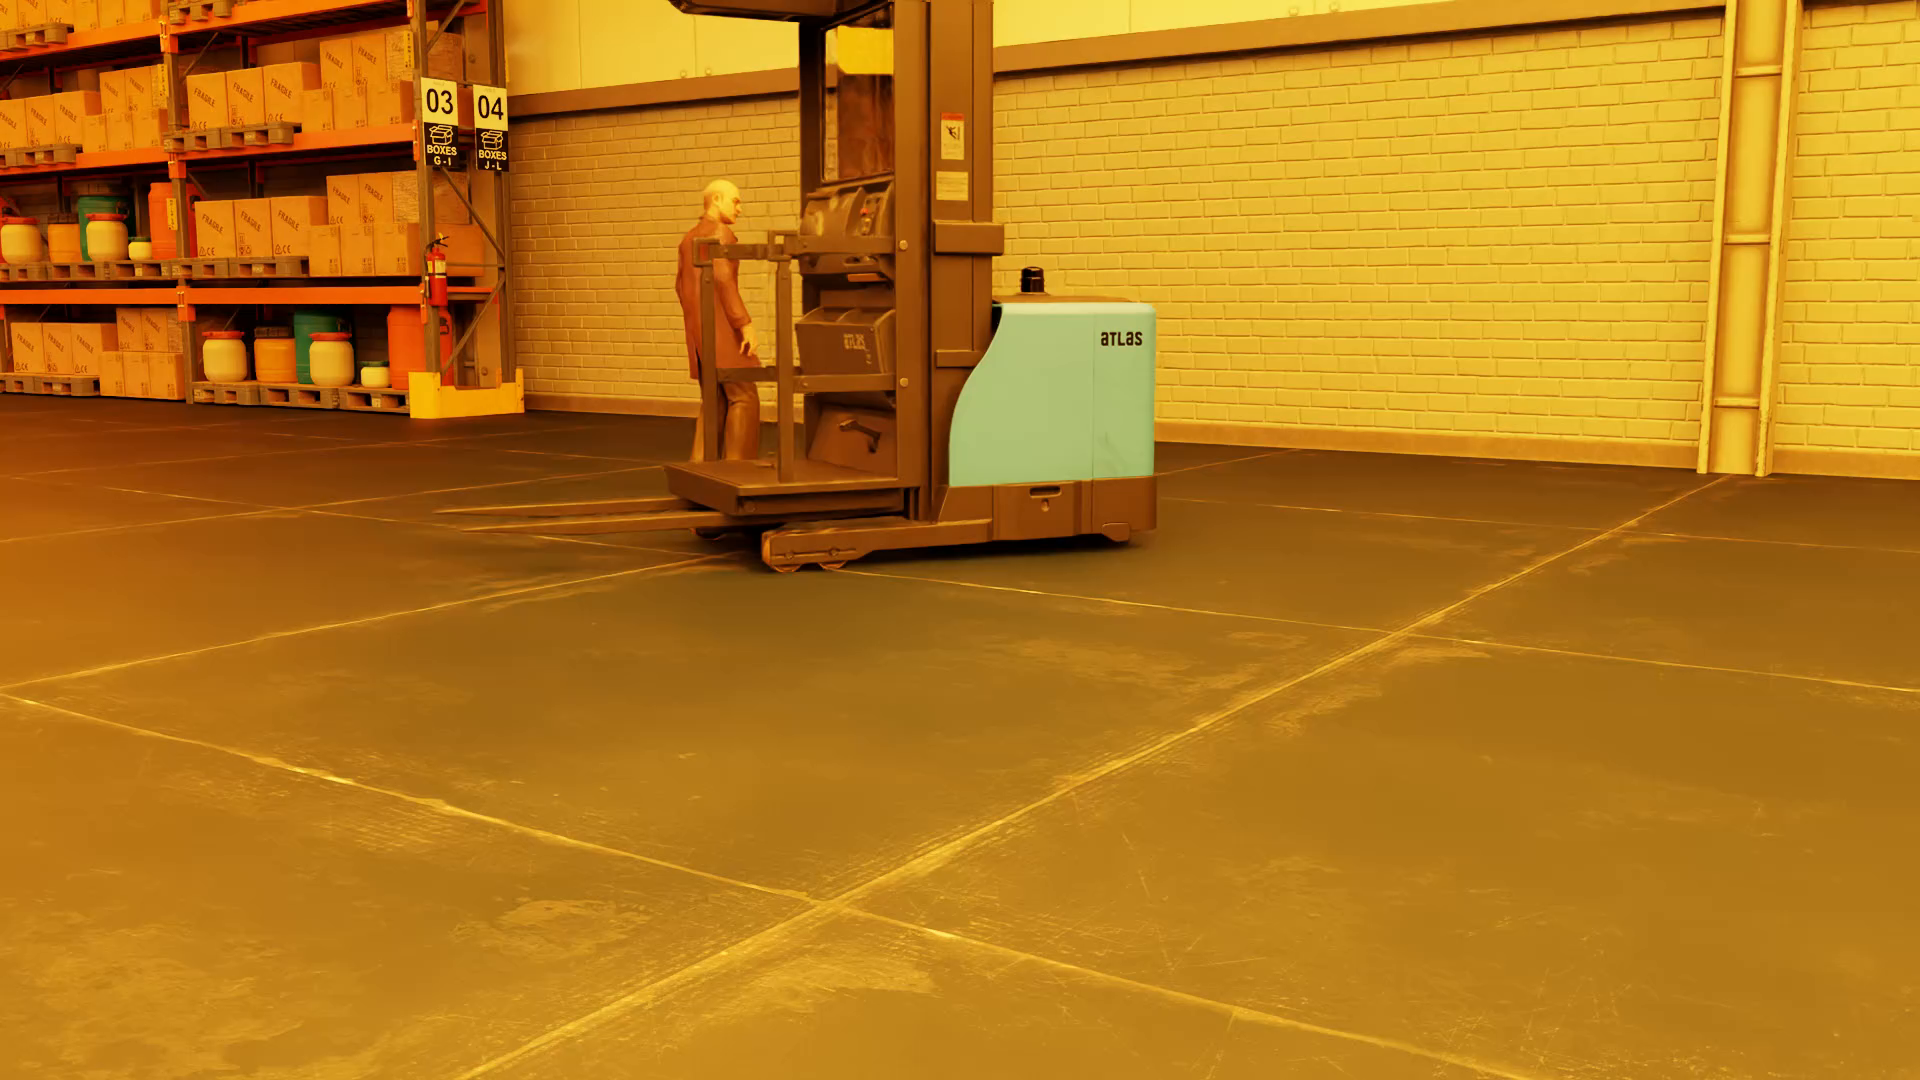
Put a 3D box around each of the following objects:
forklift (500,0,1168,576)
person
[{"bbox_3d":[-0.438,-1.391,6.977,3.031,2.935,1.130,-8,11,-43],"label":"forklift"},{"bbox_3d":[-1.365,-1.167,9.515,0.432,1.772,0.648,-6,10,-36],"label":"person"}]
